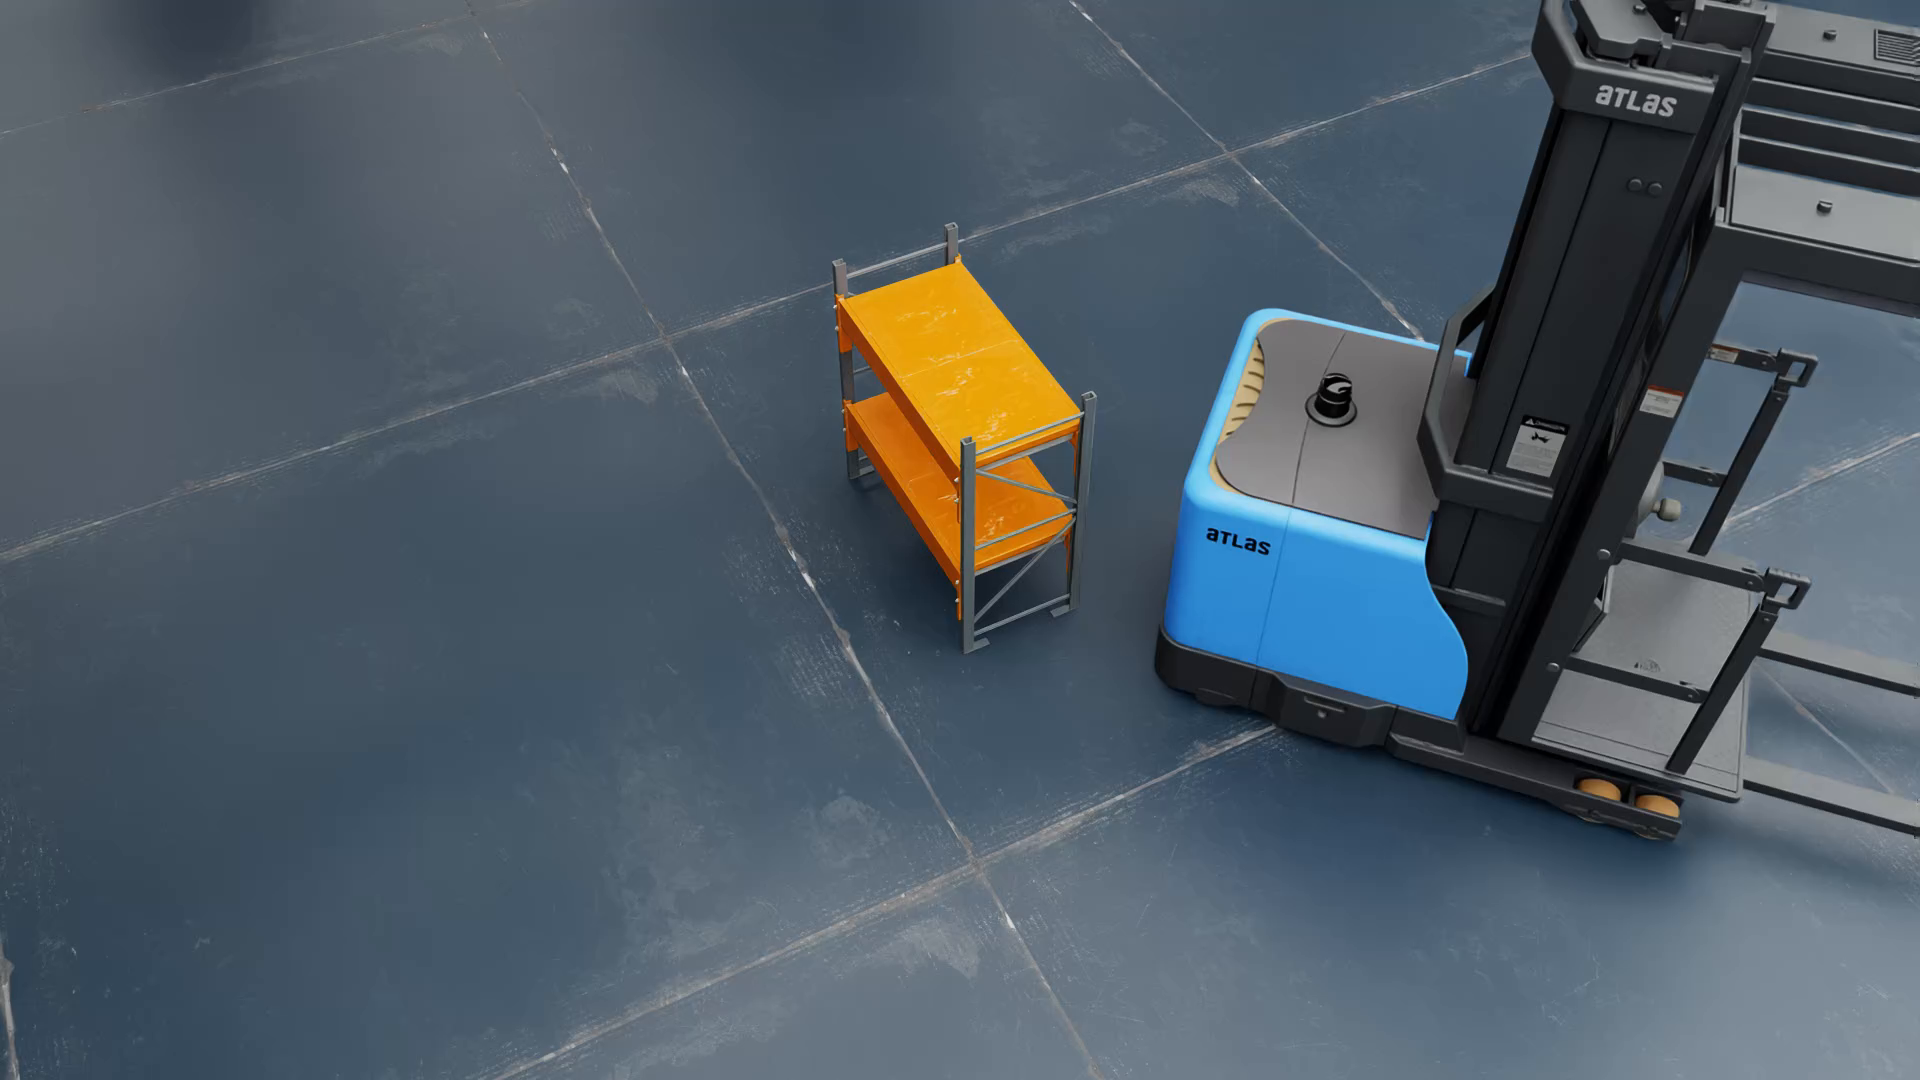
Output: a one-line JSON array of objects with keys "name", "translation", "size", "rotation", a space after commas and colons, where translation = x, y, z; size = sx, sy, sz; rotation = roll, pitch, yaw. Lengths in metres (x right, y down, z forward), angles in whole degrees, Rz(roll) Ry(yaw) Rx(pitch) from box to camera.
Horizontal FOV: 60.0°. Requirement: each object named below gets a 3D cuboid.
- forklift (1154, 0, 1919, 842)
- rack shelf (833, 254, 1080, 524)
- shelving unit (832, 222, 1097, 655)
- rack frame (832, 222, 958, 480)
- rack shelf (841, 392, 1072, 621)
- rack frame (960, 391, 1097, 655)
[{"name": "forklift", "translation": [2.289, -0.388, 5.035], "size": [3.031, 2.935, 1.130], "rotation": [15, 51, 13]}, {"name": "rack shelf", "translation": [-0.003, -0.568, 6.003], "size": [0.538, 0.278, 1.000], "rotation": [-21, 52, -18]}, {"name": "shelving unit", "translation": [-0.003, -0.375, 6.223], "size": [0.538, 1.125, 1.048], "rotation": [-21, 52, -18]}, {"name": "rack frame", "translation": [-0.236, -0.715, 6.521], "size": [0.500, 1.125, 0.032], "rotation": [-21, 52, -18]}, {"name": "rack shelf", "translation": [-0.003, -0.214, 6.407], "size": [0.538, 0.278, 1.000], "rotation": [-21, 52, -18]}, {"name": "rack frame", "translation": [0.230, -0.035, 5.926], "size": [0.500, 1.125, 0.032], "rotation": [-21, 52, -18]}]
